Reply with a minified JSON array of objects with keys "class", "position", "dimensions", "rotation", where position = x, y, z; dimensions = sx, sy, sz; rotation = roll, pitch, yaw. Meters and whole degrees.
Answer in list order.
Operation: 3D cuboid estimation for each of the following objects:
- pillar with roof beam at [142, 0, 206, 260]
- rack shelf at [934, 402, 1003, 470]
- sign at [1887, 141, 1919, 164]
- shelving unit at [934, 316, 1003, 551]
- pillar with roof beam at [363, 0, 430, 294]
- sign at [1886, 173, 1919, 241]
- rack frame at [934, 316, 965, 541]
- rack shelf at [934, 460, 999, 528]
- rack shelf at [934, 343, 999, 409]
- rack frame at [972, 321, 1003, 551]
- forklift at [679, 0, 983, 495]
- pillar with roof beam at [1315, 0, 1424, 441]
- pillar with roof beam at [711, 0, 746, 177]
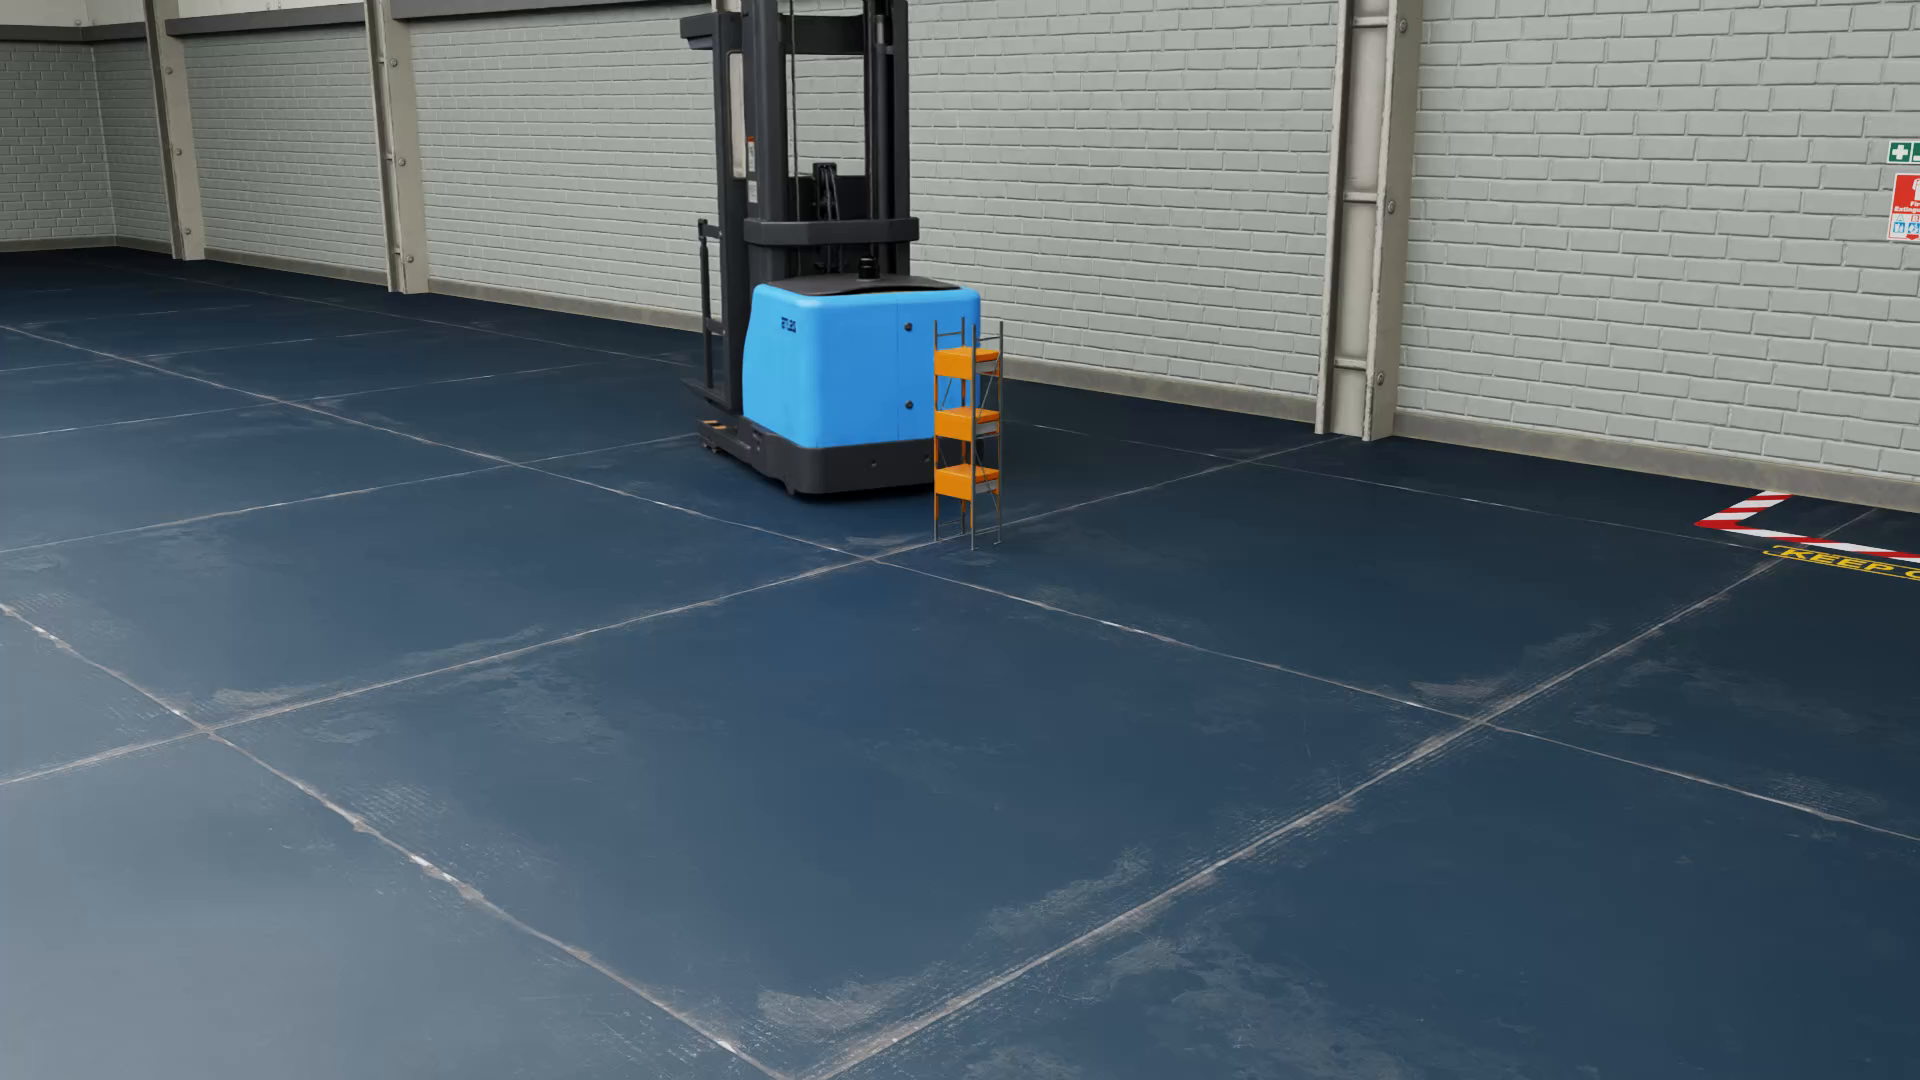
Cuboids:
[{"class":"pillar with roof beam","position":[-13.452,-7.396,18.468],"dimensions":[0.400,9.000,9.100],"rotation":[14,20,42]},{"class":"rack shelf","position":[0.039,-0.488,7.766],"dimensions":[0.240,0.259,0.215],"rotation":[14,20,42]},{"class":"sign","position":[4.731,-1.900,8.153],"dimensions":[0.331,0.109,0.001],"rotation":[14,20,42]},{"class":"shelving unit","position":[0.039,-0.499,7.764],"dimensions":[0.252,1.050,0.215],"rotation":[14,20,42]},{"class":"pillar with roof beam","position":[-9.133,-6.346,14.438],"dimensions":[0.400,9.000,9.100],"rotation":[14,20,42]},{"class":"sign","position":[4.734,-1.646,8.229],"dimensions":[0.234,0.329,0.001],"rotation":[14,20,42]},{"class":"rack frame","position":[-0.049,-0.520,7.846],"dimensions":[0.008,1.050,0.200],"rotation":[14,20,42]},{"class":"rack shelf","position":[0.039,-0.219,7.837],"dimensions":[0.240,0.259,0.215],"rotation":[14,20,42]},{"class":"rack shelf","position":[0.039,-0.763,7.695],"dimensions":[0.240,0.259,0.215],"rotation":[14,20,42]},{"class":"rack frame","position":[0.126,-0.477,7.682],"dimensions":[0.008,1.050,0.200],"rotation":[14,20,42]},{"class":"forklift","position":[-0.950,-1.978,9.710],"dimensions":[1.130,2.935,3.031],"rotation":[-7,16,-24]},{"class":"pillar with roof beam","position":[-0.494,-4.245,6.378],"dimensions":[0.400,9.000,9.100],"rotation":[14,20,42]},{"class":"pillar with roof beam","position":[-4.813,-5.295,10.408],"dimensions":[0.400,9.000,9.100],"rotation":[14,20,42]}]
